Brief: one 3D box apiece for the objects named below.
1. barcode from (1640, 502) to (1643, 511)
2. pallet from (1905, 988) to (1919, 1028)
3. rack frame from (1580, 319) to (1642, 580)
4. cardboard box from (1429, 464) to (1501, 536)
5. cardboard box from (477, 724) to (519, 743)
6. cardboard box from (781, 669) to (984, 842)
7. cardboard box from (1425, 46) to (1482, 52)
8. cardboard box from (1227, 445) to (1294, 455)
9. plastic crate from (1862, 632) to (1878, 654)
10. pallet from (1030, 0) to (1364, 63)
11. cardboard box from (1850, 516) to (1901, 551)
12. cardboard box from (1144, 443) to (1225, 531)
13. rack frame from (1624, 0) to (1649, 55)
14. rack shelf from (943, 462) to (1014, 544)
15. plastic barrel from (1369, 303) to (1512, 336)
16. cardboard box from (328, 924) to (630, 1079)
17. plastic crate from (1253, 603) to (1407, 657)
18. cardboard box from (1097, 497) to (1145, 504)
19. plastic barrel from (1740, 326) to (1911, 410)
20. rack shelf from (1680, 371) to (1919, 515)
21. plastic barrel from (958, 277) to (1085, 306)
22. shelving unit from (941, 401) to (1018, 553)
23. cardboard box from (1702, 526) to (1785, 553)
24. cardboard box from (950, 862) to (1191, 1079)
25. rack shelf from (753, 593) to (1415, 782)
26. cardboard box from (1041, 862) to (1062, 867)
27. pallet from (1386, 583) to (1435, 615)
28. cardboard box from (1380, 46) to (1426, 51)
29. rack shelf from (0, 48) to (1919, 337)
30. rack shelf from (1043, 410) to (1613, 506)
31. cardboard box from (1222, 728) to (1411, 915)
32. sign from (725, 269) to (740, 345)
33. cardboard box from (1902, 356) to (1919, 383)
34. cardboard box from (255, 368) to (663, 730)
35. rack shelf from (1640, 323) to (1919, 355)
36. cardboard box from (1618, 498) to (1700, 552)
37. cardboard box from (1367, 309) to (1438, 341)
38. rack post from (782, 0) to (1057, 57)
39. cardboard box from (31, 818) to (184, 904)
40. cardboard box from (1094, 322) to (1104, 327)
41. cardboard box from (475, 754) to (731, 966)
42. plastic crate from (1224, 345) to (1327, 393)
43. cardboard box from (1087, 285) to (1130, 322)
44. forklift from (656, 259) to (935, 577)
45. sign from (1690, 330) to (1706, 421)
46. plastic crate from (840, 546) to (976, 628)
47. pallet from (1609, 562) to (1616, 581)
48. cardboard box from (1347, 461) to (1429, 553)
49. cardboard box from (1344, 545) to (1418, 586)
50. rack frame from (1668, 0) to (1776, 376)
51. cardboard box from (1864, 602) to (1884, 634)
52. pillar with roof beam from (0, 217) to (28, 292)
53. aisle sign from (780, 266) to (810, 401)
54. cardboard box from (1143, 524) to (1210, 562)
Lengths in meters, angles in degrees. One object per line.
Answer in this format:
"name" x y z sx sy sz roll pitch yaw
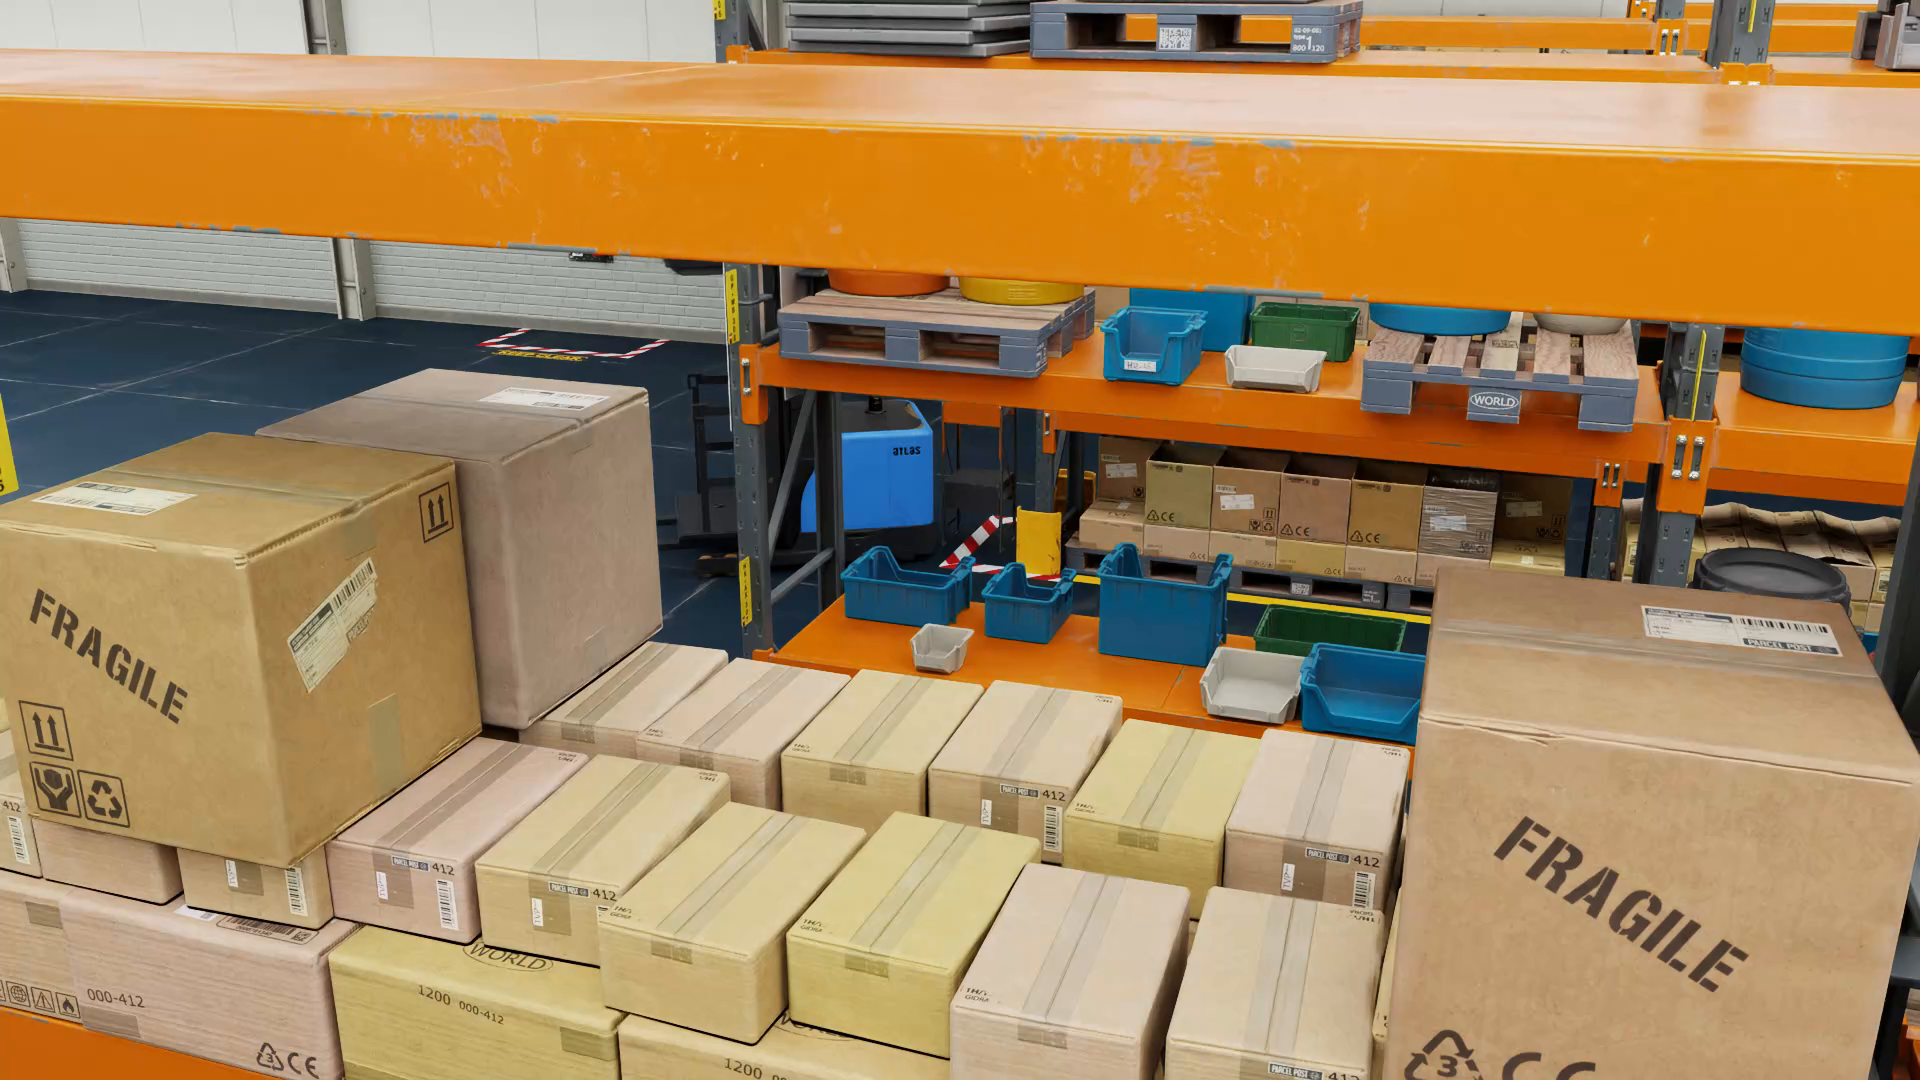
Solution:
"barcode" 4.679 -0.225 11.335 0.075 0.075 0.001 7 20 18
"pallet" 3.700 2.028 7.438 1.213 0.211 1.003 7 20 18
"rack frame" 4.574 -0.901 11.605 0.127 3.000 1.000 7 20 18
"cardboard box" 3.764 -0.354 12.436 0.500 0.500 0.500 7 20 18
"cardboard box" -0.867 0.288 3.257 0.250 0.149 0.380 5 20 15
"cardboard box" -0.130 0.384 2.981 0.250 0.149 0.380 6 20 17
"cardboard box" 4.616 -4.466 15.573 0.500 0.500 0.500 6 20 16
"cardboard box" 2.350 -0.519 12.907 0.500 0.500 0.500 7 20 18
"plastic crate" 4.089 0.668 7.126 0.575 0.384 0.392 7 20 18
"pallet" 1.001 -2.128 6.904 1.213 0.211 1.003 7 20 18
"cardboard box" 6.489 0.053 11.555 0.500 0.311 0.500 6 20 17
"cardboard box" 1.702 -0.407 12.587 0.500 0.500 0.500 7 20 18
"rack frame" 6.197 -5.275 15.037 0.127 3.000 1.000 7 20 18
"rack shelf" 0.156 -0.300 13.414 0.480 0.518 0.431 7 20 18
"plastic barrel" 2.040 -1.354 6.946 0.708 0.901 0.600 7 20 18
"cardboard box" -0.639 0.696 2.692 0.500 0.250 0.500 7 20 20
"plastic crate" 1.756 0.504 7.895 0.662 0.188 0.450 7 20 18
"cardboard box" 1.400 -0.267 13.325 0.500 0.250 0.500 7 20 18
"plastic barrel" 3.497 -1.027 6.648 0.708 0.901 0.600 7 20 18
"rack shelf" 4.835 -0.222 6.193 4.000 0.370 1.077 7 20 18
"plastic barrel" 0.285 -1.414 7.593 0.600 0.588 0.600 0 19 0
"shelving unit" 0.156 -0.974 13.179 0.503 2.100 0.431 7 20 18
"cardboard box" 5.354 0.112 11.386 0.500 0.311 0.500 6 20 17
"cardboard box" 0.161 0.620 2.306 0.250 0.149 0.380 6 20 16
"rack shelf" 1.056 0.762 7.926 4.000 0.370 1.077 7 20 18
"cardboard box" 0.012 0.592 2.992 0.500 0.250 0.500 6 20 16
"pallet" 3.837 0.316 12.348 1.213 0.211 1.003 7 20 18
"cardboard box" 4.361 -4.682 16.191 0.500 0.500 0.500 6 20 18
"rack shelf" -0.569 -0.597 2.498 3.687 0.071 0.831 7 20 18
"rack shelf" 2.685 -0.778 12.343 4.000 0.370 1.077 7 20 18
"cardboard box" 0.590 0.470 2.736 0.250 0.149 0.380 7 20 18
"sign" -1.018 -1.044 7.443 0.005 0.325 0.100 7 20 18
"cardboard box" 8.760 -1.534 15.410 0.500 0.250 0.500 7 20 19
"cardboard box" -0.911 -0.005 3.113 0.500 0.500 0.500 7 20 18
"rack shelf" 8.086 -1.886 15.523 4.000 0.370 1.077 7 20 18
"cardboard box" 5.051 -0.111 12.026 0.500 0.311 0.500 7 20 18
"cardboard box" 3.203 -1.716 11.818 0.500 0.500 0.700 7 20 18
"rack post" -0.161 -2.269 7.174 0.954 0.300 0.937 9 21 24
"cardboard box" -1.320 0.440 2.821 0.250 0.149 0.380 6 20 18
"cardboard box" 1.096 -1.578 12.408 0.250 0.149 0.380 6 20 18
"cardboard box" -0.554 0.502 2.644 0.250 0.149 0.380 6 20 16
"plastic crate" 1.297 -0.701 6.874 0.396 0.136 0.243 7 20 18
"cardboard box" 1.283 -1.933 12.442 0.500 0.500 0.700 7 20 18
"forklift" -1.763 -1.285 12.811 3.031 2.935 1.130 -4 20 -10
"sign" 2.754 -0.612 6.205 0.005 0.325 0.100 7 20 18
"plastic crate" -0.262 0.238 8.564 0.616 0.251 0.499 7 20 18
"pallet" 5.283 0.483 11.870 1.213 0.211 1.003 7 20 18
"cardboard box" 3.123 -0.248 12.131 0.500 0.500 0.500 7 20 18
"cardboard box" 3.118 0.110 12.243 0.500 0.250 0.500 7 20 18
"rack frame" 2.945 -2.194 6.200 0.127 3.000 1.000 7 20 18
"cardboard box" 6.327 0.485 11.166 0.500 0.250 0.500 7 20 19
"pillar with roof beam" -15.053 -6.506 18.569 0.400 9.000 9.100 7 20 18
"aisle sign" -0.804 -1.121 8.287 0.004 0.787 0.394 7 20 18
"cardboard box" 1.703 -0.053 12.712 0.500 0.250 0.500 7 20 18
